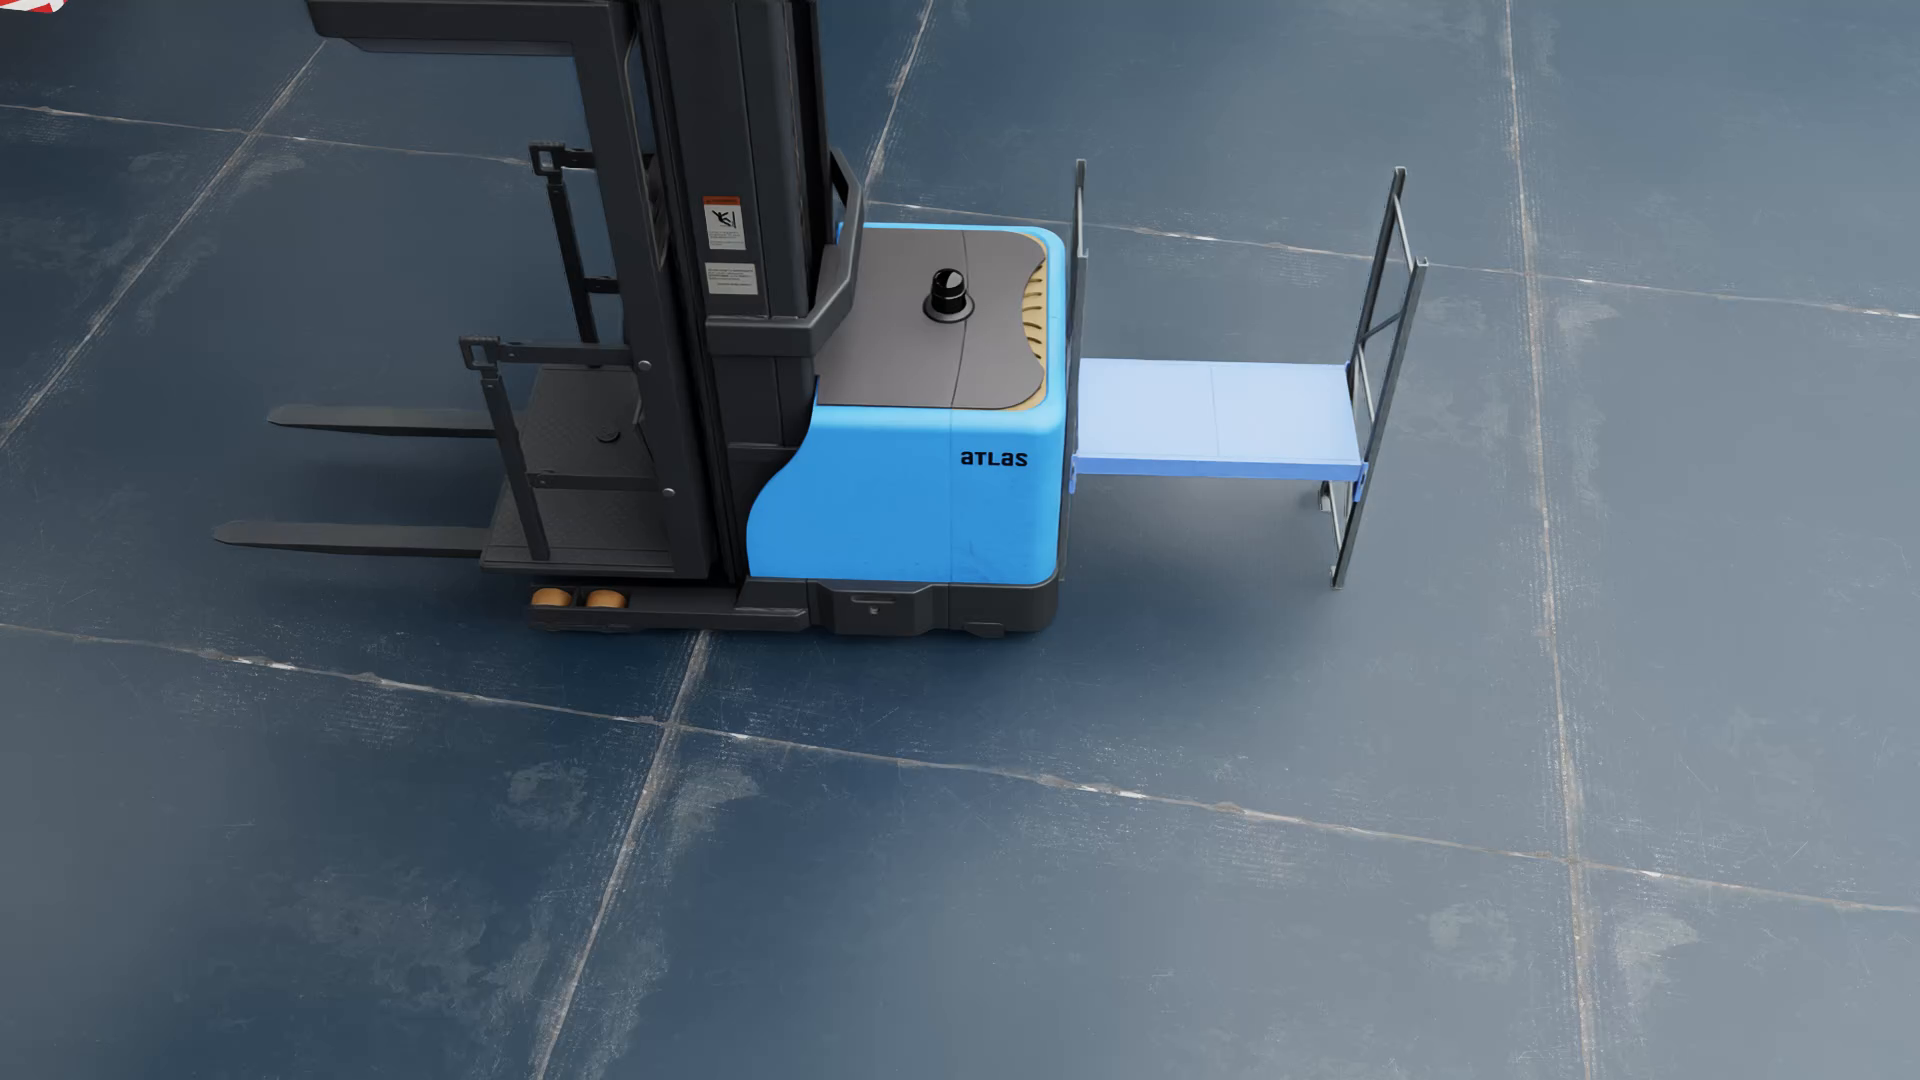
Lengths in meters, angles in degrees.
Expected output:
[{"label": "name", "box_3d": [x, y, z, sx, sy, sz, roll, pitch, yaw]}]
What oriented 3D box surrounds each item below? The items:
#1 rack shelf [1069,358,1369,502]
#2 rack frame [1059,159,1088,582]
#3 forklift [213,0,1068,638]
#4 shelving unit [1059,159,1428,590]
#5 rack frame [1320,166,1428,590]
[{"label": "rack shelf", "box_3d": [0.886, -0.399, 5.842, 1.000, 0.185, 0.538, 2, 48, 2]}, {"label": "rack frame", "box_3d": [0.378, -0.534, 5.722, 0.032, 1.500, 0.500, 2, 48, 2]}, {"label": "forklift", "box_3d": [-1.153, -1.039, 5.213, 3.031, 2.935, 1.130, 2, 48, 2]}, {"label": "shelving unit", "box_3d": [0.886, -0.519, 5.708, 1.048, 1.500, 0.538, 2, 48, 2]}, {"label": "rack frame", "box_3d": [1.394, -0.504, 5.695, 0.032, 1.500, 0.500, 2, 48, 2]}]
